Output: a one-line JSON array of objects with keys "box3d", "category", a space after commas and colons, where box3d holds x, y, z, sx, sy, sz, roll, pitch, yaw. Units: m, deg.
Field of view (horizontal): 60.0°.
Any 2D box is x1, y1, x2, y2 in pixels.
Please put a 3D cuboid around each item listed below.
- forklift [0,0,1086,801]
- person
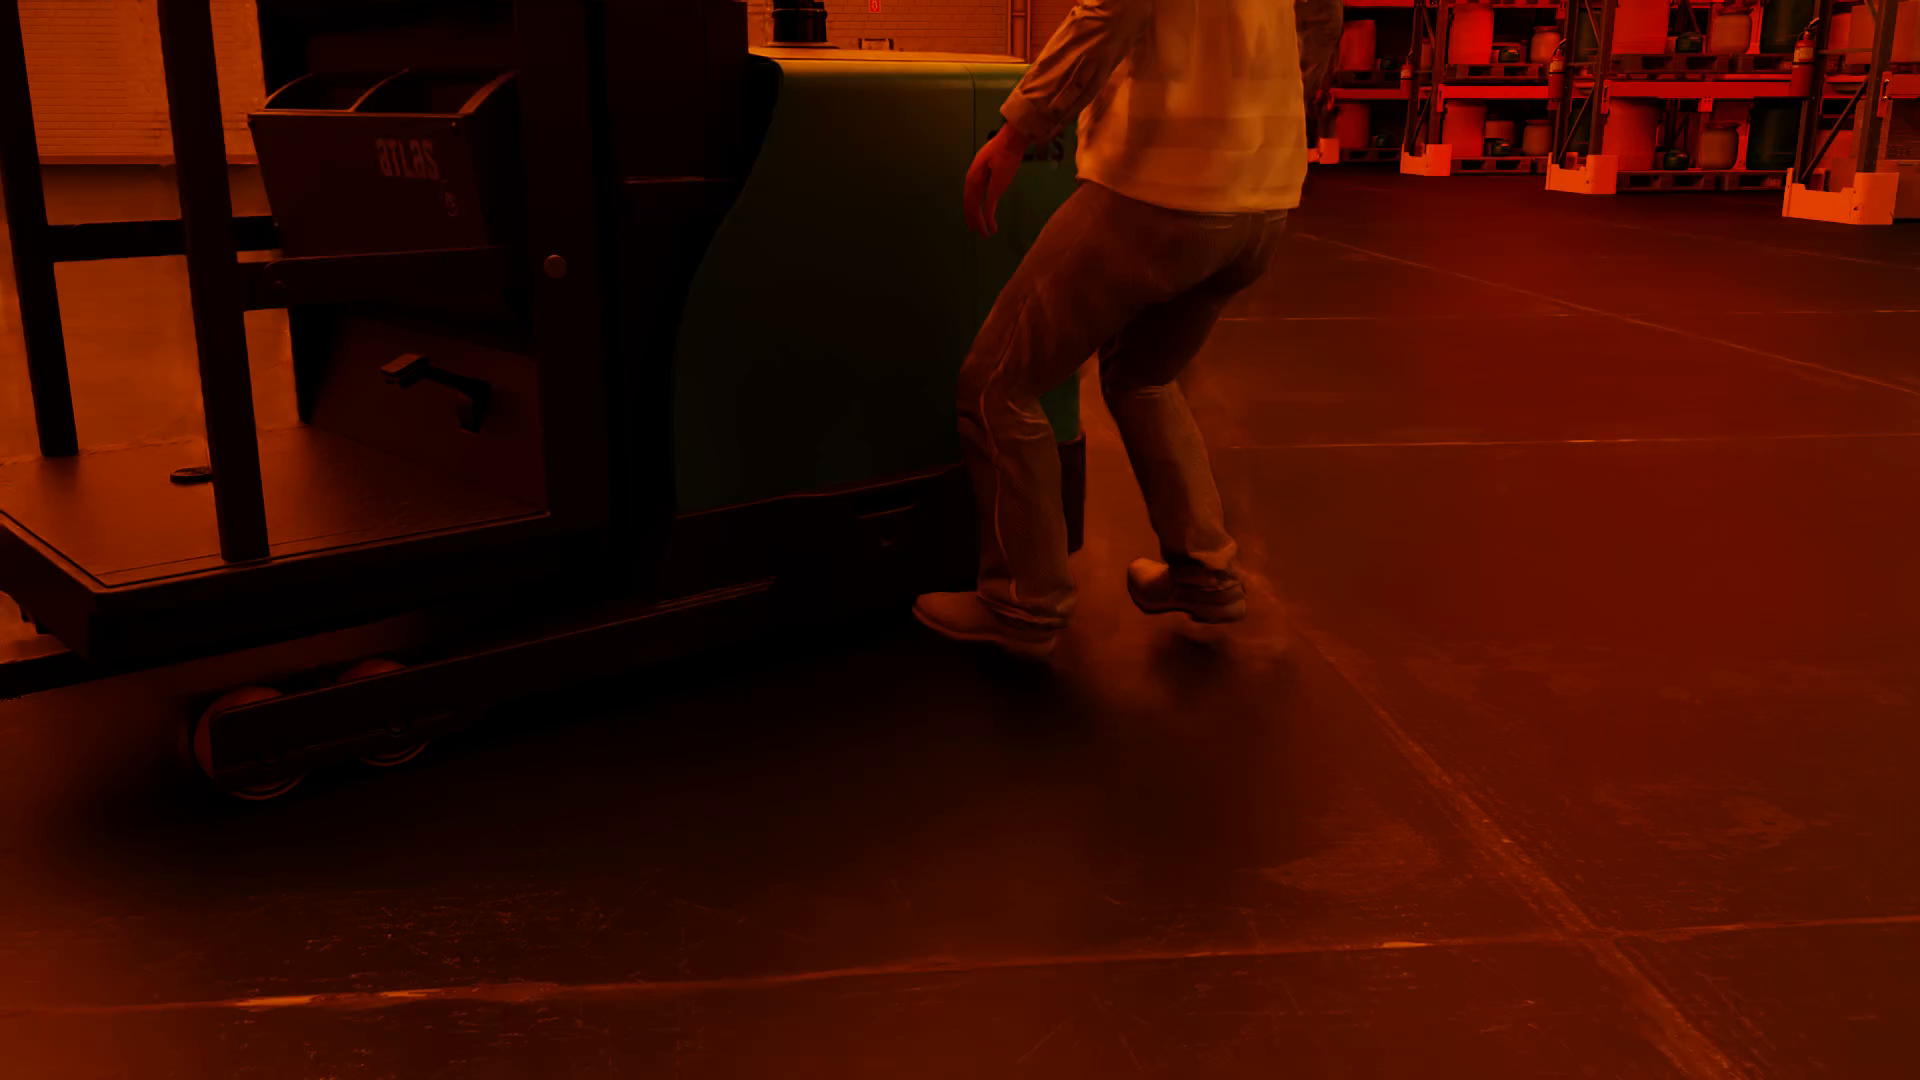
[{"box3d": [-1.168, -1.181, 2.662, 3.031, 2.935, 1.130, -13, 19, -40], "category": "forklift"}, {"box3d": [0.305, -0.646, 2.976, 0.578, 1.708, 0.873, 13, 20, 41], "category": "person"}]
